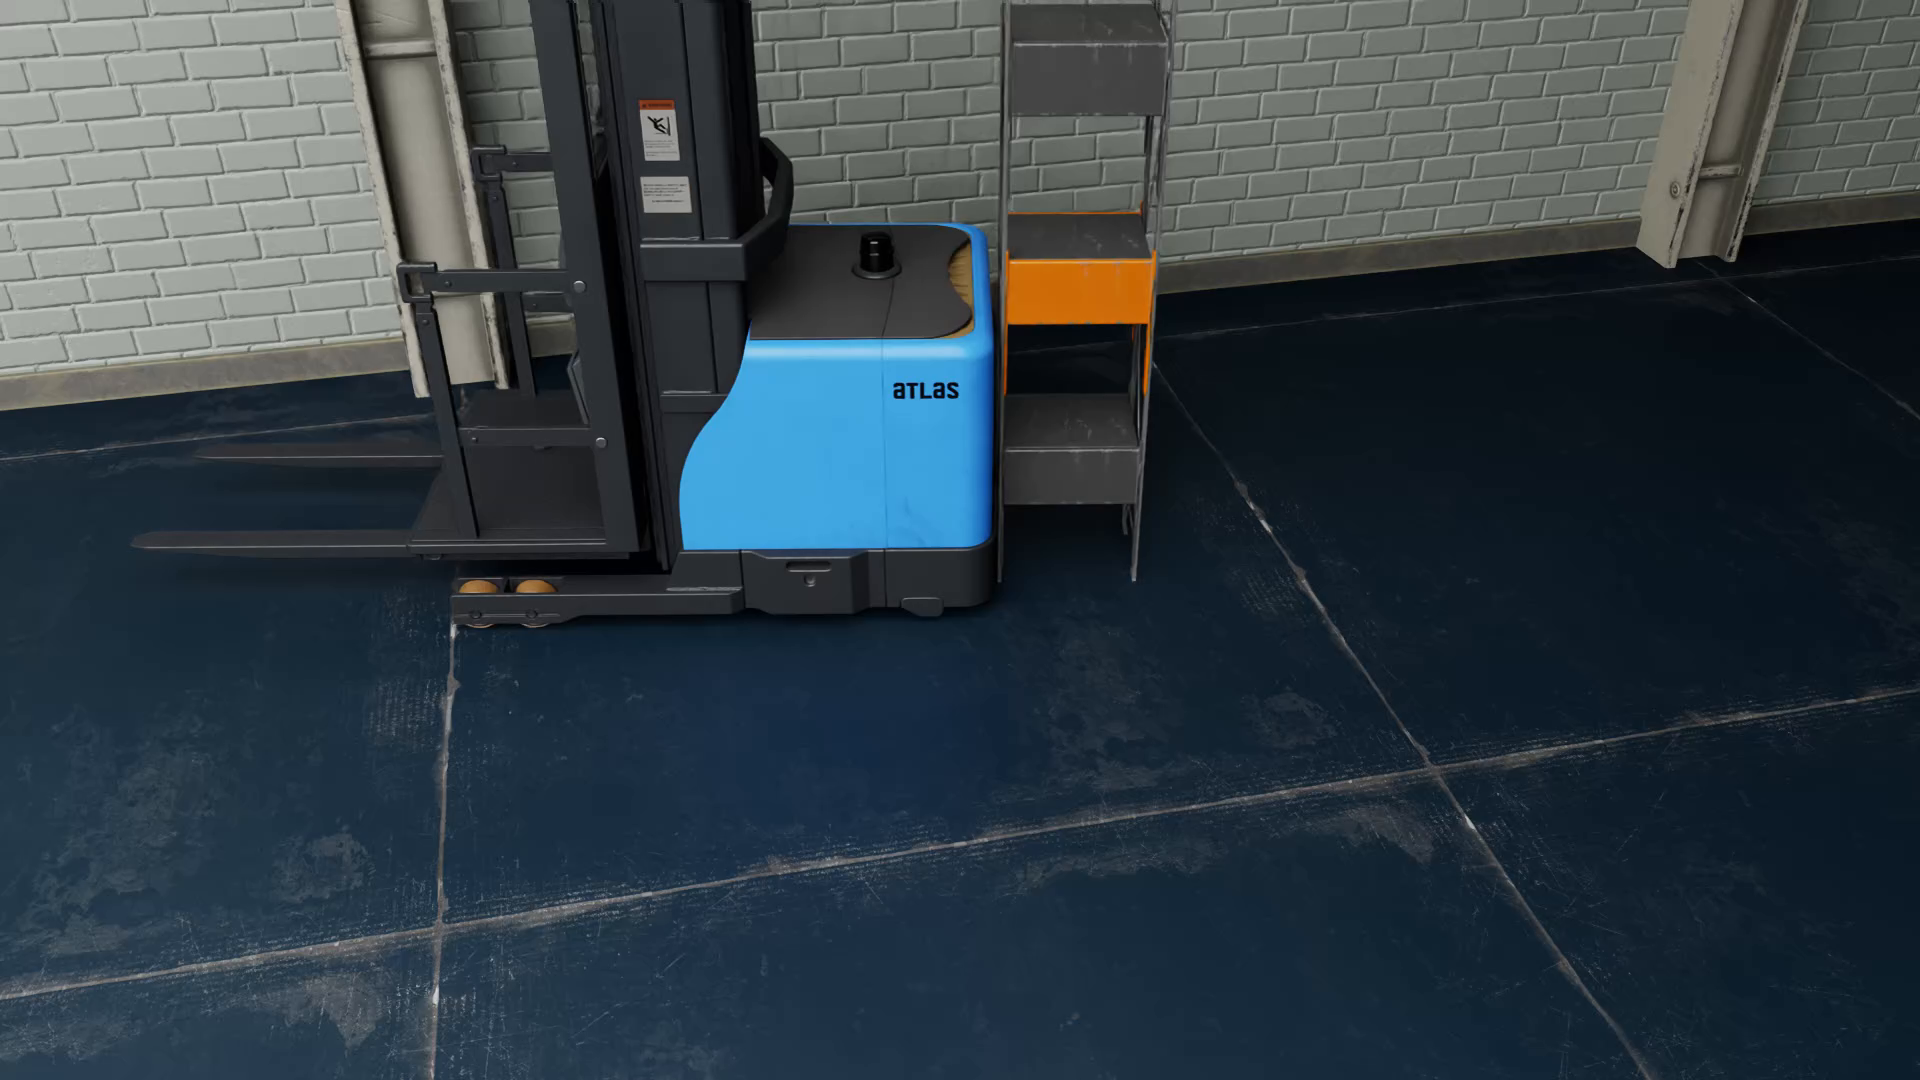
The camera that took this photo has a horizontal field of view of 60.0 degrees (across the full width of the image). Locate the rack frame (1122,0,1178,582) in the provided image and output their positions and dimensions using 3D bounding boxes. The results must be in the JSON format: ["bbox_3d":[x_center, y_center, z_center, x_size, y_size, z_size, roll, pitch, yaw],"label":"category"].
[{"bbox_3d":[0.628,-0.830,5.602,0.015,2.100,0.400,0,34,-1],"label":"rack frame"}]

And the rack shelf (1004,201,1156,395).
[{"bbox_3d":[0.384,-0.817,5.607,0.480,0.518,0.431,0,34,-1],"label":"rack shelf"}]

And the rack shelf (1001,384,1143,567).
[{"bbox_3d":[0.384,-0.236,5.998,0.480,0.518,0.431,0,34,-1],"label":"rack shelf"}]

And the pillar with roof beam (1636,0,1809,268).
[{"bbox_3d":[4.617,-2.855,2.428,0.400,9.000,9.100,-7,35,-11],"label":"pillar with roof beam"}]

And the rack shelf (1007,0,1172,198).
[{"bbox_3d":[0.384,-1.398,5.217,0.480,0.518,0.431,0,34,-1],"label":"rack shelf"}]

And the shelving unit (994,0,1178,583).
[{"bbox_3d":[0.384,-0.828,5.600,0.503,2.100,0.431,0,34,-1],"label":"shelving unit"}]

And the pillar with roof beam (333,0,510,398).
[{"bbox_3d":[-1.236,-2.117,1.329,0.400,9.000,9.100,-7,35,-11],"label":"pillar with roof beam"}]

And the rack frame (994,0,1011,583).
[{"bbox_3d":[0.140,-0.827,5.597,0.015,2.100,0.400,0,34,-1],"label":"rack frame"}]

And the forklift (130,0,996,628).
[{"bbox_3d":[-1.397,-1.207,5.419,3.031,2.935,1.130,0,34,-1],"label":"forklift"}]
